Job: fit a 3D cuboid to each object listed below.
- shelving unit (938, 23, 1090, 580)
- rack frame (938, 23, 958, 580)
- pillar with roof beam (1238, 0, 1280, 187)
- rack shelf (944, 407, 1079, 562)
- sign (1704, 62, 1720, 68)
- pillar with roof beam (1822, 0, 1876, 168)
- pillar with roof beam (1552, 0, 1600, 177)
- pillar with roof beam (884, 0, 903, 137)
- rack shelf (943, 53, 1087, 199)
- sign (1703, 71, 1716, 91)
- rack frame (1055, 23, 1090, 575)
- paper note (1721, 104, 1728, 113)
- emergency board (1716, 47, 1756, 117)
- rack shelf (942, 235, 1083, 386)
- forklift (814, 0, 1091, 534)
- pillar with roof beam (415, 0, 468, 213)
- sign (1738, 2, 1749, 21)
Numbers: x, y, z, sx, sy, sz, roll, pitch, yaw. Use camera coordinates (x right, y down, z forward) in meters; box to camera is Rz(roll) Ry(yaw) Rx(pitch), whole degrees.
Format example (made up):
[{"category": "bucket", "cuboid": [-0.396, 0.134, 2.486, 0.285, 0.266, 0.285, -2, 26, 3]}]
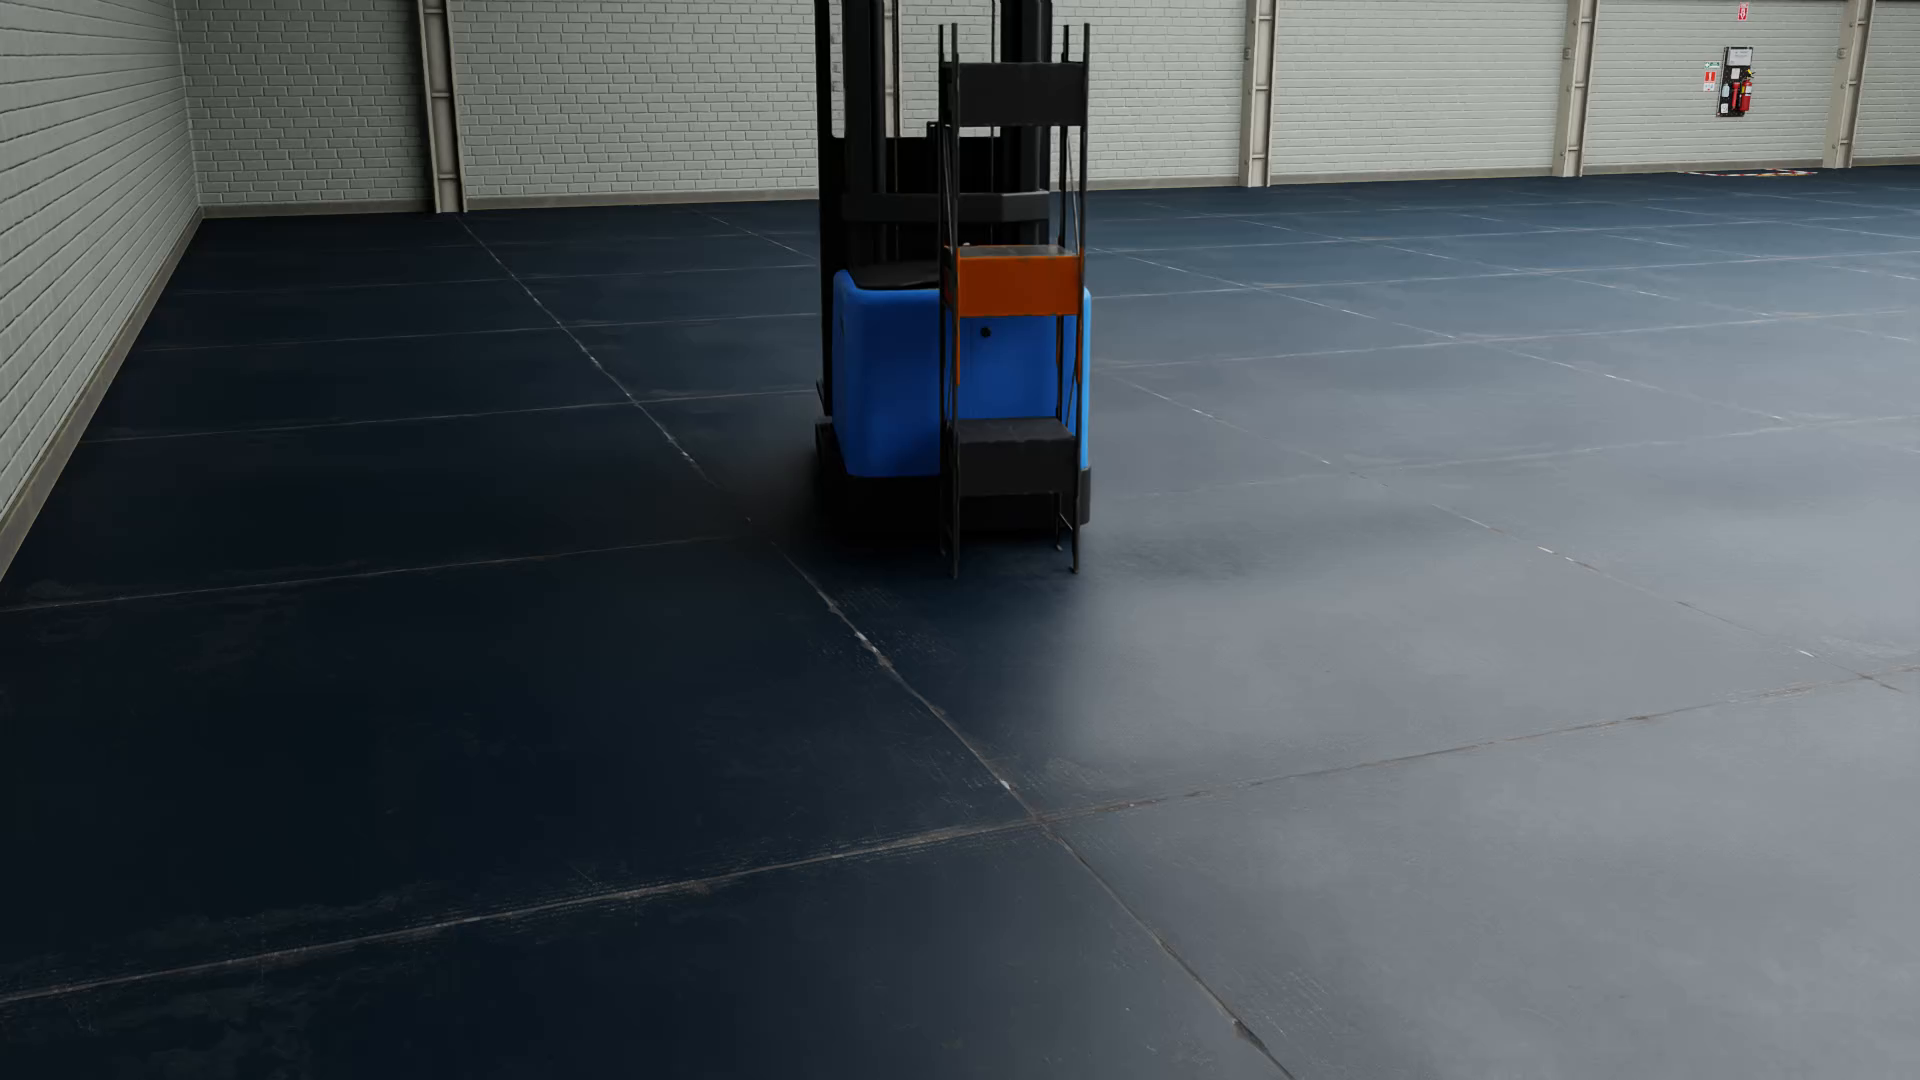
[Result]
[{"category": "shelving unit", "cuboid": [0.195, -0.916, 6.490, 0.503, 2.100, 0.431, -2, 17, -8]}, {"category": "rack frame", "cuboid": [-0.047, -0.905, 6.455, 0.015, 2.100, 0.400, -2, 17, -8]}, {"category": "pillar with roof beam", "cuboid": [6.102, -8.681, 20.689, 0.400, 9.000, 9.100, -6, 17, -20]}, {"category": "rack shelf", "cuboid": [0.195, -0.231, 6.691, 0.480, 0.518, 0.431, -2, 17, -8]}, {"category": "sign", "cuboid": [12.900, -8.147, 28.514, 0.331, 0.109, 0.001, -6, 17, -20]}, {"category": "pillar with roof beam", "cuboid": [17.308, -9.891, 24.809, 0.400, 9.000, 9.100, -6, 17, -20]}, {"category": "pillar with roof beam", "cuboid": [11.705, -9.286, 22.749, 0.400, 9.000, 9.100, -6, 17, -20]}, {"category": "pillar with roof beam", "cuboid": [0.499, -8.076, 18.630, 0.400, 9.000, 9.100, -6, 17, -20]}, {"category": "rack shelf", "cuboid": [0.195, -1.574, 6.296, 0.480, 0.518, 0.431, -2, 17, -8]}, {"category": "sign", "cuboid": [12.893, -7.895, 28.595, 0.234, 0.329, 0.001, -6, 17, -20]}, {"category": "rack frame", "cuboid": [0.436, -0.926, 6.524, 0.015, 2.100, 0.400, -2, 17, -8]}, {"category": "paper note", "cuboid": [13.256, -7.484, 28.823, 0.142, 0.148, 0.016, -6, 17, -20]}, {"category": "emergency board", "cuboid": [13.446, -7.906, 28.698, 0.643, 1.169, 0.194, -6, 17, -20]}, {"category": "rack shelf", "cuboid": [0.195, -0.903, 6.493, 0.480, 0.518, 0.431, -2, 17, -8]}, {"category": "forklift", "cuboid": [-0.153, -1.800, 8.026, 1.130, 2.935, 3.031, -2, 17, -7]}, {"category": "pillar with roof beam", "cuboid": [-5.103, -7.471, 16.570, 0.400, 9.000, 9.100, -6, 17, -20]}, {"category": "sign", "cuboid": [13.403, -9.044, 28.457, 0.199, 0.298, 0.001, -6, 17, -20]}]
